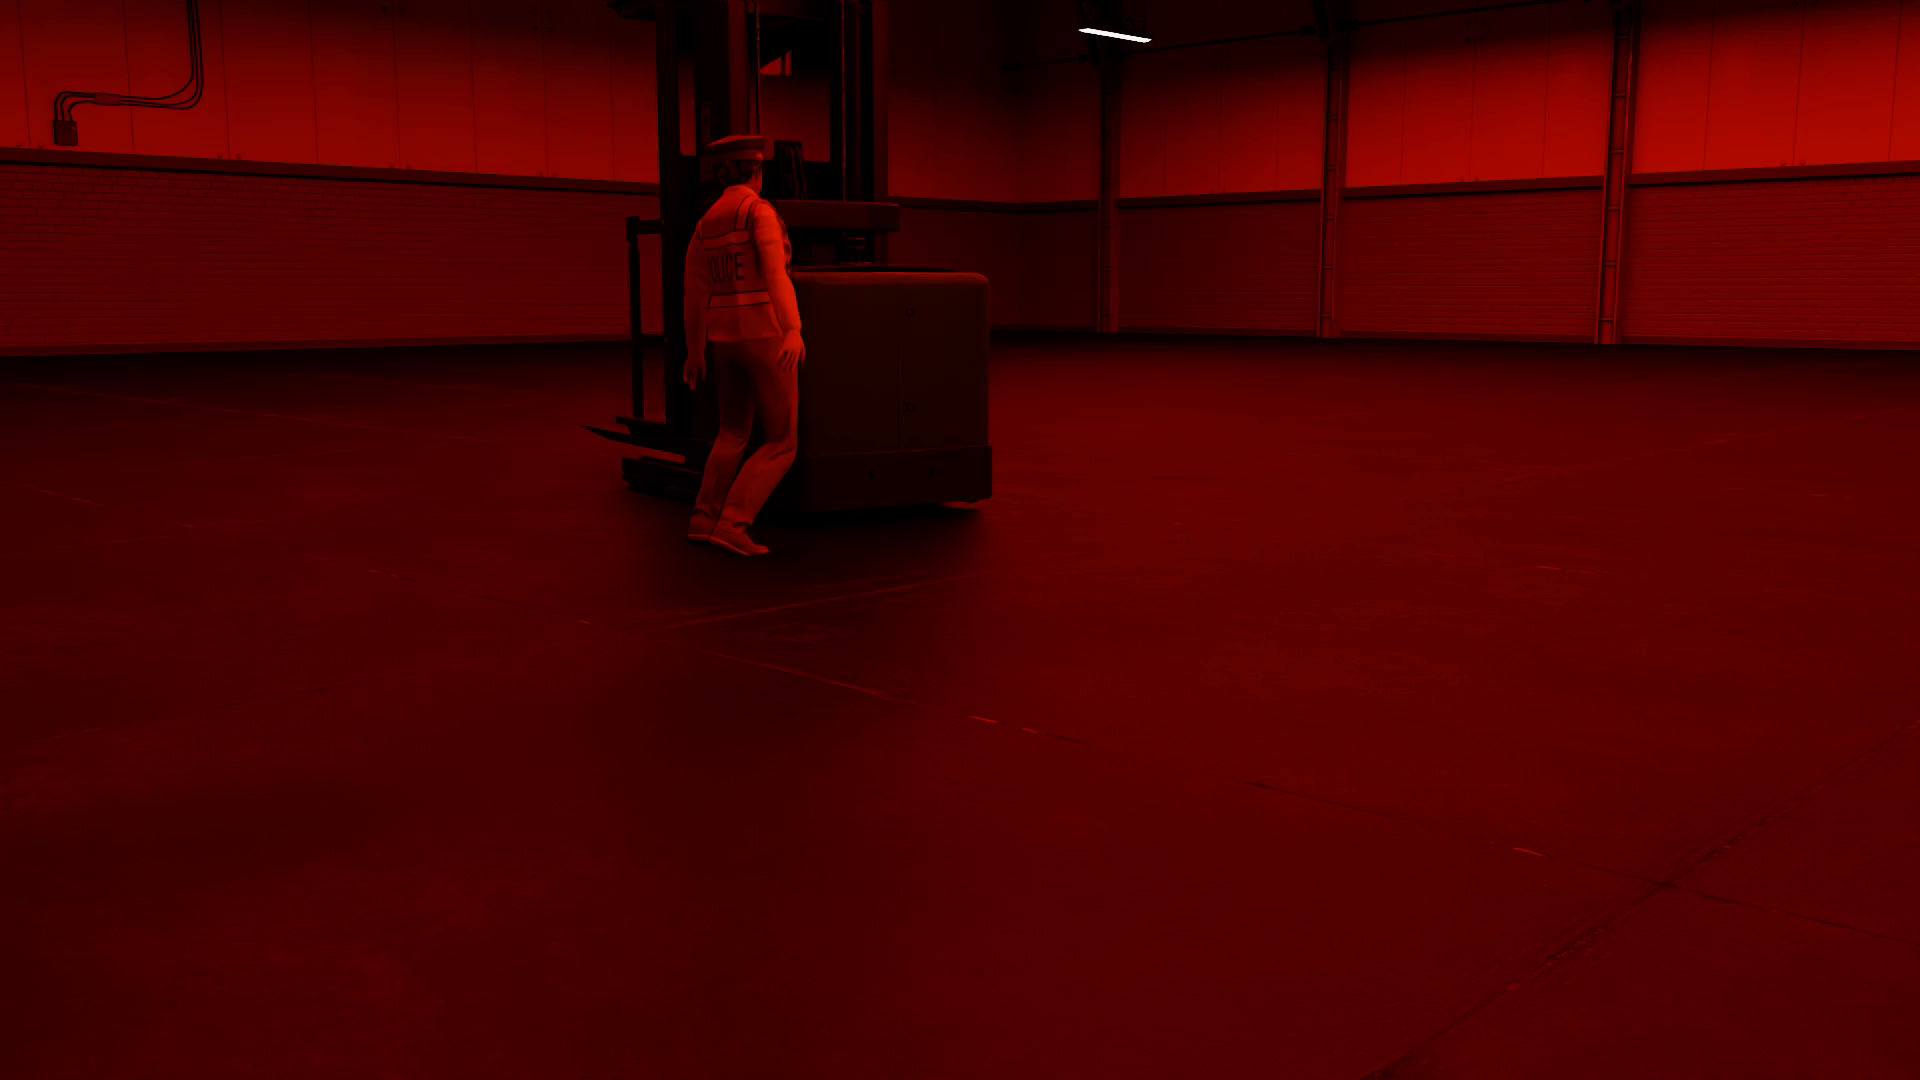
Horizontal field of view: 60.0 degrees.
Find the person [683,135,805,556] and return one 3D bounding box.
[{"bbox_3d":[-0.855,-0.738,6.401,0.463,1.623,0.815,-8,11,-41],"label":"person"}]

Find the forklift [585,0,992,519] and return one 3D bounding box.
[{"bbox_3d":[-1.065,-1.718,8.283,1.130,2.935,3.031,-5,10,-32],"label":"forklift"}]
